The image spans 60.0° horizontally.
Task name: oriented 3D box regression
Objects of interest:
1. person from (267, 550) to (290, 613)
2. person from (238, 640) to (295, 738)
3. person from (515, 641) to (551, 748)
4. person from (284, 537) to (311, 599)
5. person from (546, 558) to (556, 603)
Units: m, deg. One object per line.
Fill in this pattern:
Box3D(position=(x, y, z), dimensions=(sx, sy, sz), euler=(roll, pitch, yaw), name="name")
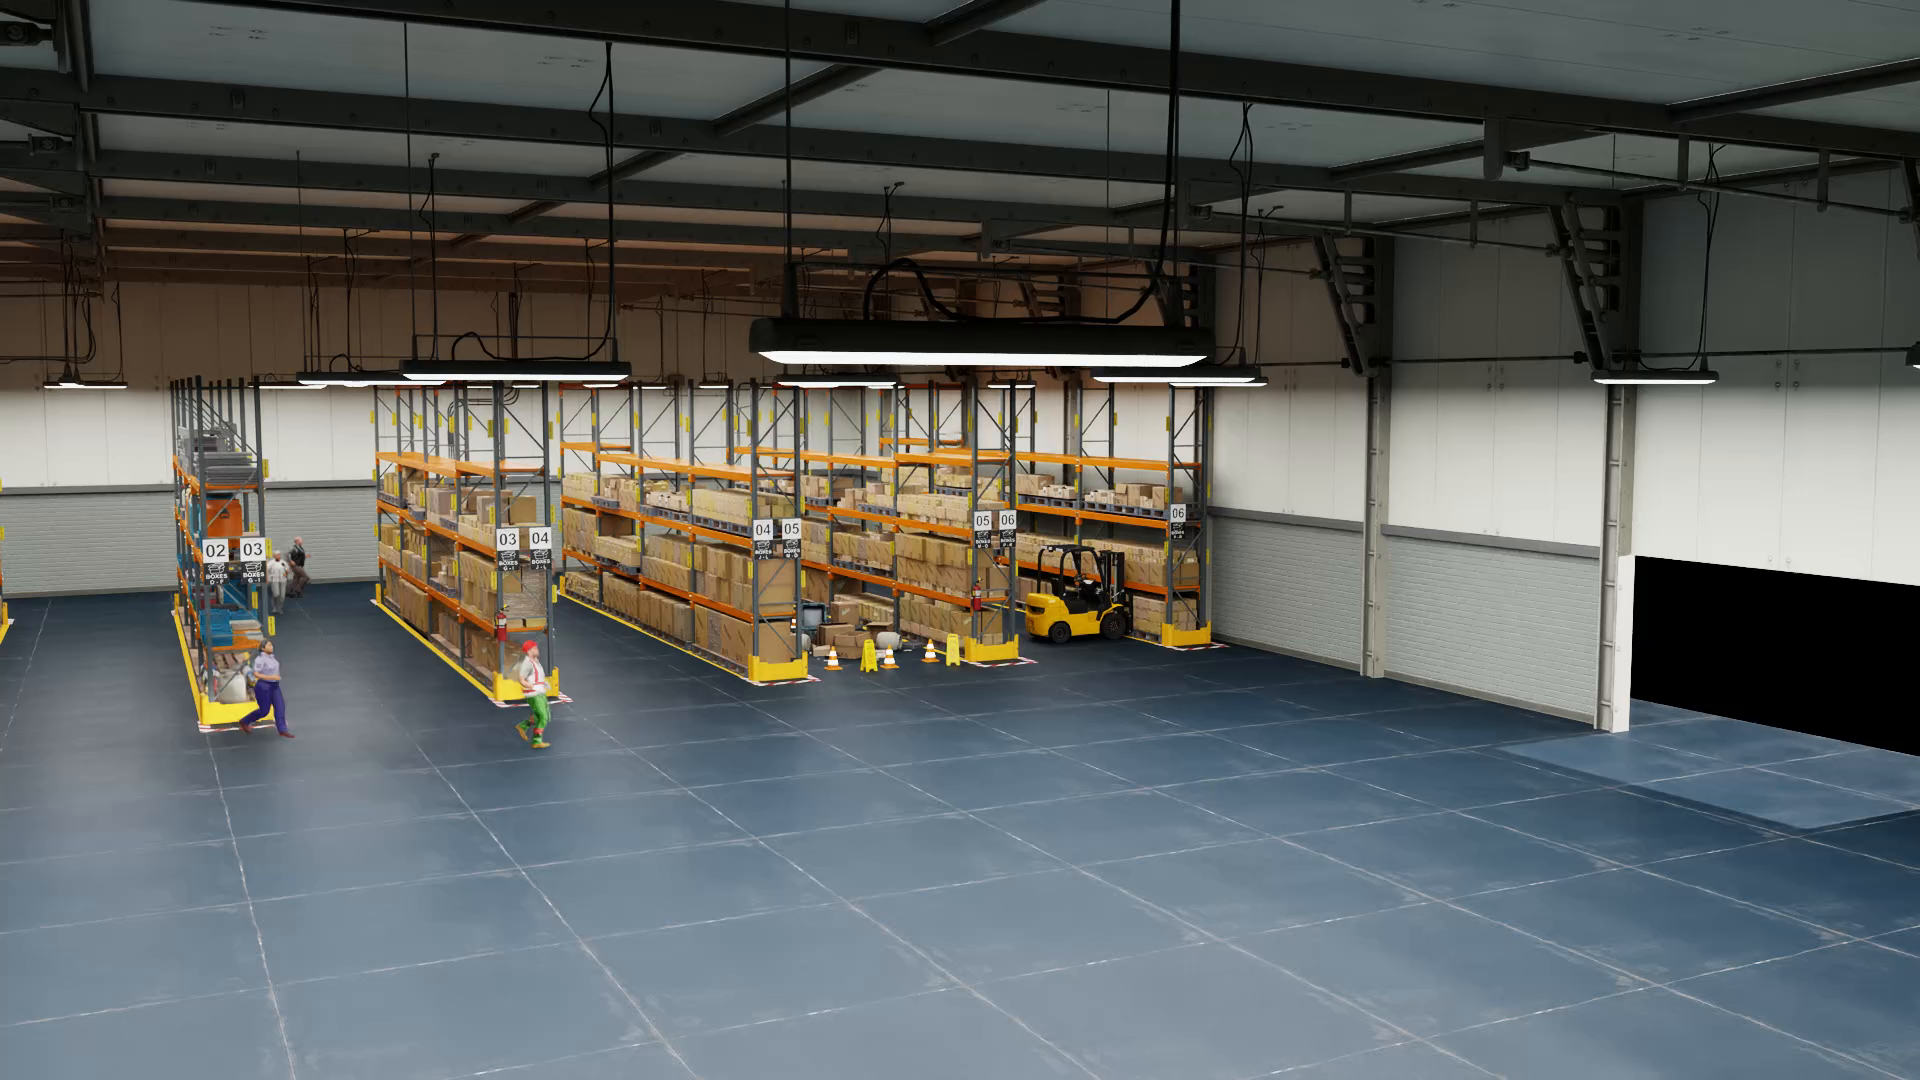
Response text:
Box3D(position=(-17.590, 1.087, 42.896), dimensions=(0.599, 1.633, 0.620), euler=(-4, 7, -40), name="person")
Box3D(position=(-11.449, 2.474, 27.455), dimensions=(0.908, 1.637, 0.614), euler=(0, 5, 6), name="person")
Box3D(position=(-6.881, 2.479, 26.737), dimensions=(0.621, 1.737, 0.653), euler=(0, 5, 3), name="person")
Box3D(position=(-18.408, 0.769, 46.184), dimensions=(0.752, 1.717, 0.646), euler=(-1, 5, -6), name="person")
Box3D(position=(-10.992, 0.983, 43.839), dimensions=(0.699, 1.678, 0.661), euler=(-2, 5, -20), name="person")
